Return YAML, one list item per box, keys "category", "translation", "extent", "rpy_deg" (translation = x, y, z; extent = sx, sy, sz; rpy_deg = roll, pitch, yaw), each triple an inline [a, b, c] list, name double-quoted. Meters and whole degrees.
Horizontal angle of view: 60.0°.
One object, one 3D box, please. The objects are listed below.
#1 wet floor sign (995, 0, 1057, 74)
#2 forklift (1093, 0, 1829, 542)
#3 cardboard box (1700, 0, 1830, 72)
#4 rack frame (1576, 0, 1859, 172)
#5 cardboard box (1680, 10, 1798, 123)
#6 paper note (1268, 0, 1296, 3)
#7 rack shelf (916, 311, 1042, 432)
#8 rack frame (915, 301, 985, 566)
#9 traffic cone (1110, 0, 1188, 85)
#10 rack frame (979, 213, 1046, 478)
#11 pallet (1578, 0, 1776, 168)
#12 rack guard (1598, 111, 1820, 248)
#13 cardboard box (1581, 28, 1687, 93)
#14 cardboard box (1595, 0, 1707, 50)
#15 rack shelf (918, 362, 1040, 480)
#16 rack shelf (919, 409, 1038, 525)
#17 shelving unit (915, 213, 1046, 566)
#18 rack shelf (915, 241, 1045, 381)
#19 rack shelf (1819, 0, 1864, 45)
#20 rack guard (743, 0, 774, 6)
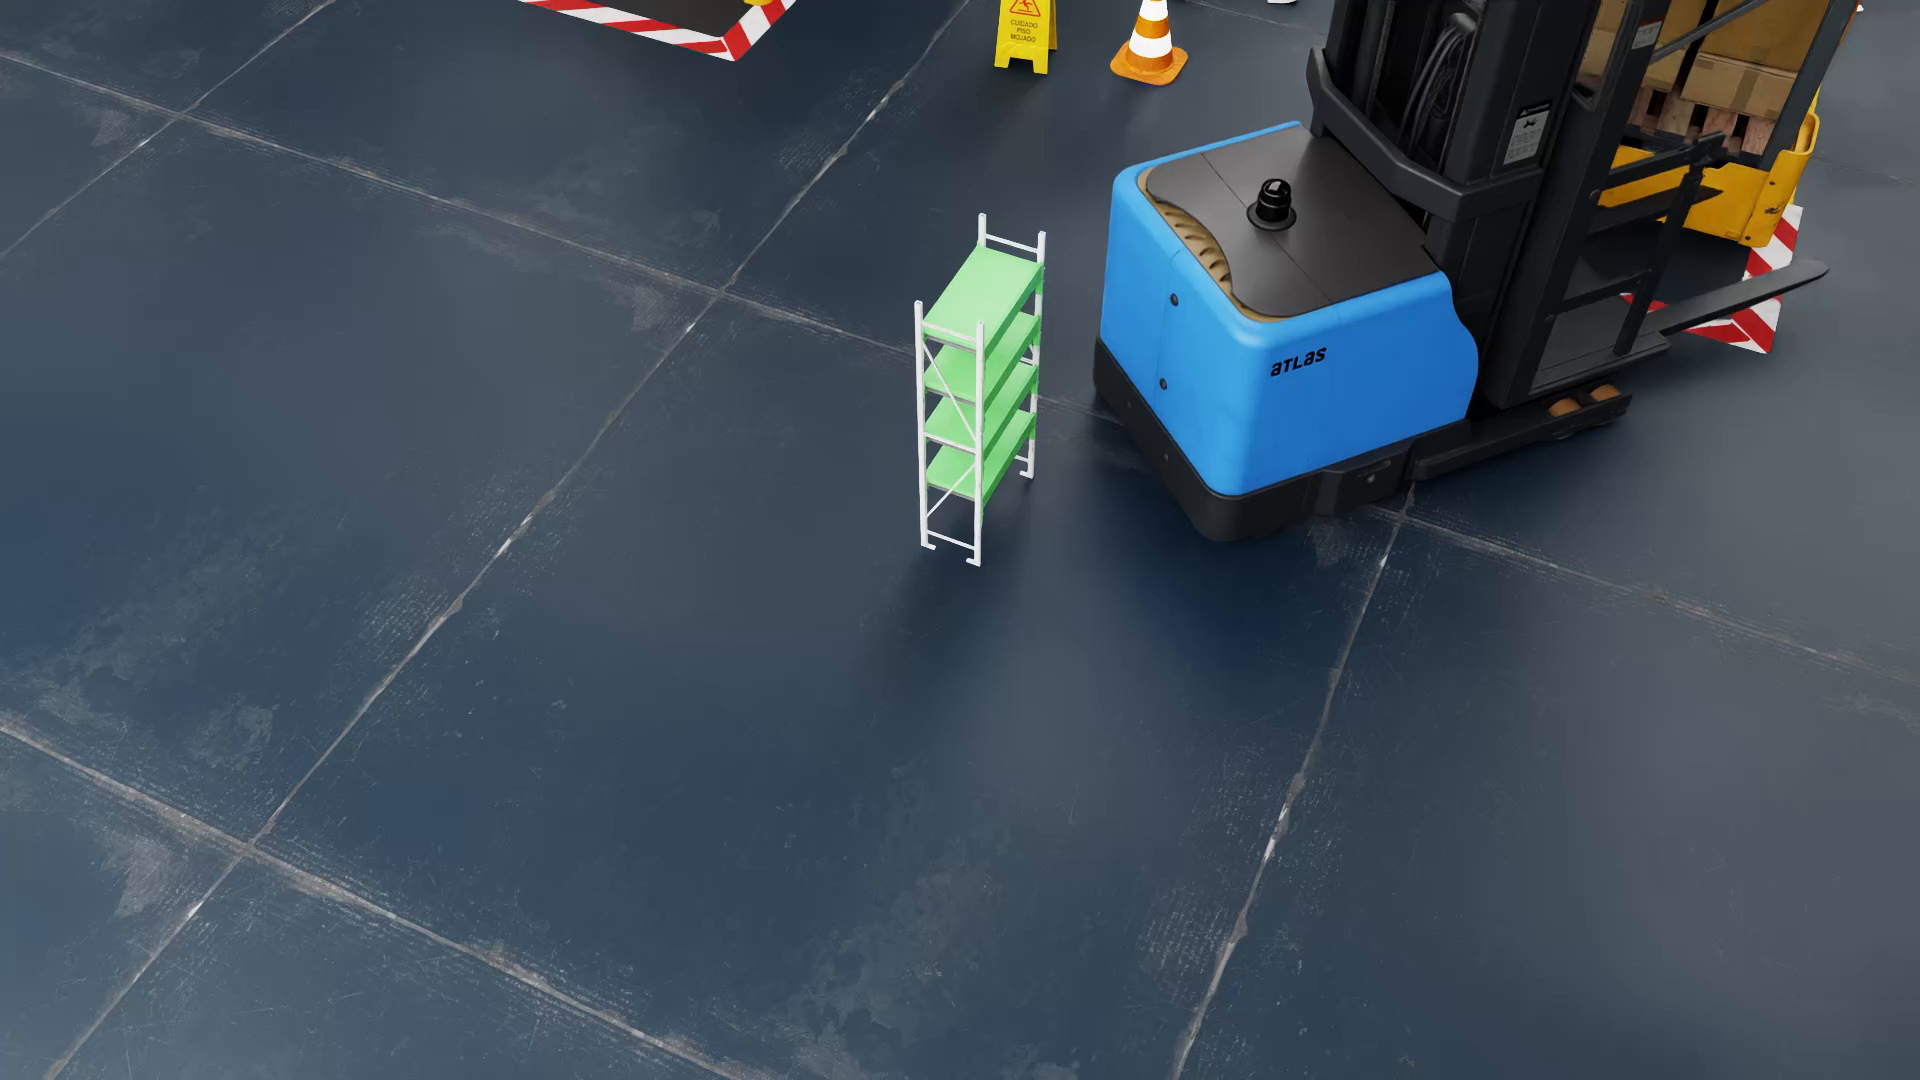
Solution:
- category: "wet floor sign"
  translation: [0.331, -2.616, 8.053]
  extent: [0.267, 0.644, 0.232]
  rpy_deg: [12, 51, 10]
- category: "forklift"
  translation: [2.099, -1.700, 5.772]
  extent: [3.031, 2.935, 1.130]
  rpy_deg: [-19, 52, -15]
- category: "cardboard box"
  translation: [3.676, -2.473, 7.422]
  extent: [0.500, 0.500, 0.500]
  rpy_deg: [18, 52, 15]
- category: "rack frame"
  translation: [3.071, -2.502, 6.410]
  extent: [1.000, 3.000, 0.127]
  rpy_deg: [20, 52, 16]
- category: "cardboard box"
  translation: [3.666, -2.213, 7.693]
  extent: [0.500, 0.250, 0.500]
  rpy_deg: [19, 52, 16]
- category: "paper note"
  translation: [1.675, -2.839, 8.646]
  extent: [0.148, 0.019, 0.142]
  rpy_deg: [4, 50, 3]
- category: "rack shelf"
  translation: [0.071, -0.617, 5.756]
  extent: [0.258, 0.148, 0.480]
  rpy_deg: [20, 52, 16]
- category: "rack frame"
  translation: [-0.034, -0.335, 5.747]
  extent: [0.240, 1.200, 0.015]
  rpy_deg: [20, 52, 16]
- category: "traffic cone"
  translation: [0.940, -2.523, 8.093]
  extent: [0.336, 0.463, 0.334]
  rpy_deg: [20, 52, 16]
- category: "rack frame"
  translation: [0.175, -0.671, 6.033]
  extent: [0.240, 1.200, 0.015]
  rpy_deg: [20, 52, 16]
- category: "pallet"
  translation: [3.483, -2.199, 7.983]
  extent: [1.003, 0.211, 1.213]
  rpy_deg: [20, 52, 16]
- category: "rack guard"
  translation: [3.104, -1.745, 7.406]
  extent: [1.175, 0.500, 0.348]
  rpy_deg: [20, 52, 16]
- category: "cardboard box"
  translation: [3.184, -2.408, 7.859]
  extent: [0.500, 0.250, 0.500]
  rpy_deg: [20, 52, 16]
- category: "cardboard box"
  translation: [3.178, -2.627, 7.553]
  extent: [0.500, 0.500, 0.500]
  rpy_deg: [20, 53, 16]
- category: "rack shelf"
  translation: [0.071, -0.461, 5.939]
  extent: [0.258, 0.148, 0.480]
  rpy_deg: [20, 52, 16]
- category: "rack shelf"
  translation: [0.071, -0.306, 6.121]
  extent: [0.258, 0.148, 0.480]
  rpy_deg: [20, 52, 16]
- category: "shelving unit"
  translation: [0.071, -0.503, 5.890]
  extent: [0.258, 1.200, 0.503]
  rpy_deg: [20, 52, 16]
- category: "rack shelf"
  translation: [0.071, -0.772, 5.573]
  extent: [0.258, 0.148, 0.480]
  rpy_deg: [20, 52, 16]
- category: "rack shelf"
  translation: [3.926, -3.647, 7.856]
  extent: [1.077, 0.370, 4.000]
  rpy_deg: [20, 52, 16]
- category: "rack guard"
  translation: [-1.458, -3.217, 8.659]
  extent: [1.175, 0.500, 0.348]
  rpy_deg: [20, 52, 16]
